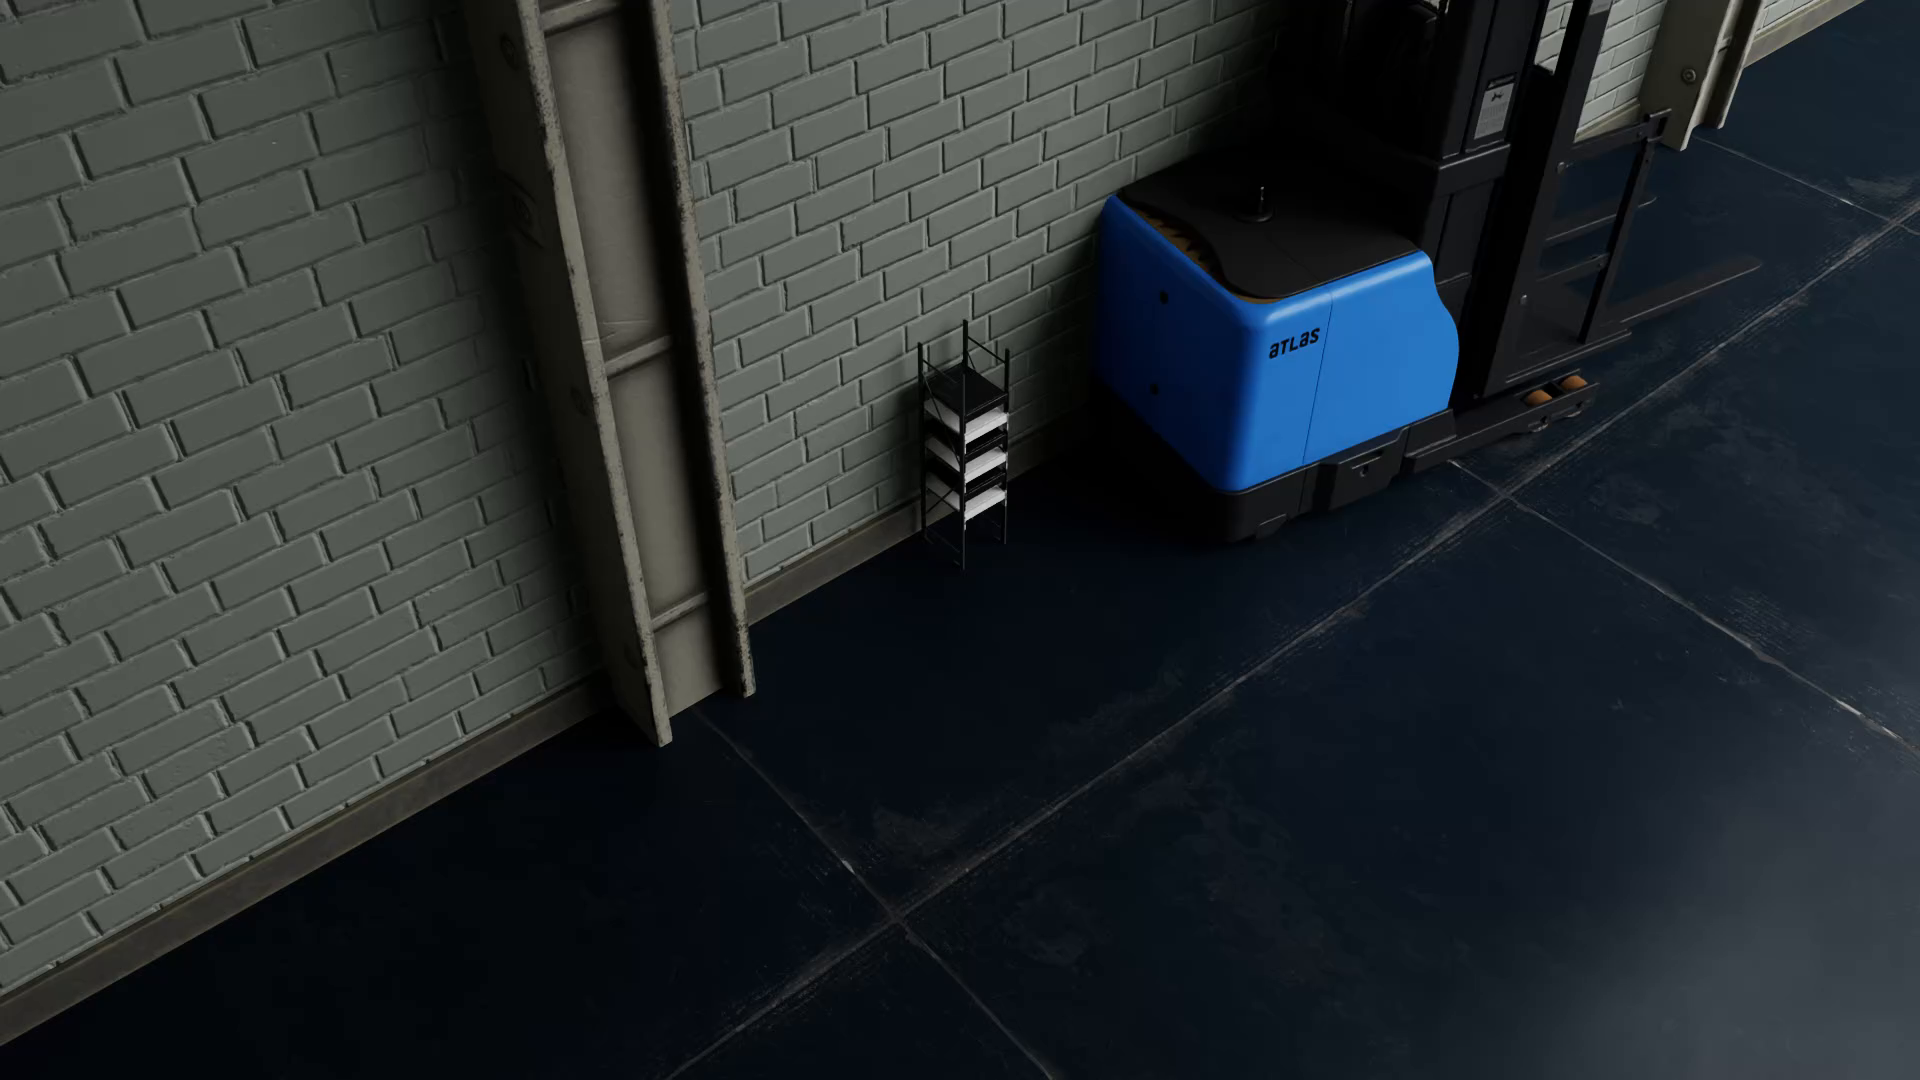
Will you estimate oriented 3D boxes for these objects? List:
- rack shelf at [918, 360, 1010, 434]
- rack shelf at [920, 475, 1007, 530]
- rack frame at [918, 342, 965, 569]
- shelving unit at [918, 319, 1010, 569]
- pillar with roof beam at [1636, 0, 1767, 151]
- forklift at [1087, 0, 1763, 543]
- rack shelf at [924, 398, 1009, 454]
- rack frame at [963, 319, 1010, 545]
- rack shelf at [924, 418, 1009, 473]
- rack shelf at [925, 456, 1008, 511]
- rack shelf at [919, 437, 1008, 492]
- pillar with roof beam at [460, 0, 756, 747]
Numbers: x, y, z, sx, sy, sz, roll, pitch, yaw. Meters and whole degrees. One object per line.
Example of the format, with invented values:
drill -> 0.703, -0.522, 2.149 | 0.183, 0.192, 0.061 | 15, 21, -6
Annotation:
rack shelf -> 0.013, -0.500, 5.779 | 0.200, 0.077, 0.258 | -30, 51, -28
rack shelf -> 0.013, -0.172, 6.088 | 0.200, 0.077, 0.258 | -30, 51, -28
rack frame -> -0.064, -0.282, 5.893 | 0.006, 0.900, 0.240 | -30, 51, -28
shelving unit -> 0.013, -0.328, 5.942 | 0.210, 0.900, 0.258 | -30, 51, -28
pillar with roof beam -> 6.418, -3.132, 3.012 | 0.400, 9.000, 9.100 | -30, 51, -28
forklift -> 1.999, -1.800, 6.025 | 3.031, 2.935, 1.130 | -21, 47, -21
rack shelf -> 0.013, -0.435, 5.841 | 0.200, 0.077, 0.258 | -30, 51, -28
rack frame -> 0.090, -0.373, 5.990 | 0.006, 0.900, 0.240 | -30, 51, -28
rack shelf -> 0.013, -0.369, 5.903 | 0.200, 0.077, 0.258 | -30, 51, -28
rack shelf -> 0.013, -0.238, 6.026 | 0.200, 0.077, 0.258 | -30, 51, -28
rack shelf -> 0.013, -0.303, 5.964 | 0.200, 0.077, 0.258 | -30, 51, -28
pillar with roof beam -> 1.816, -0.497, 0.206 | 0.400, 9.000, 9.100 | -30, 51, -28
